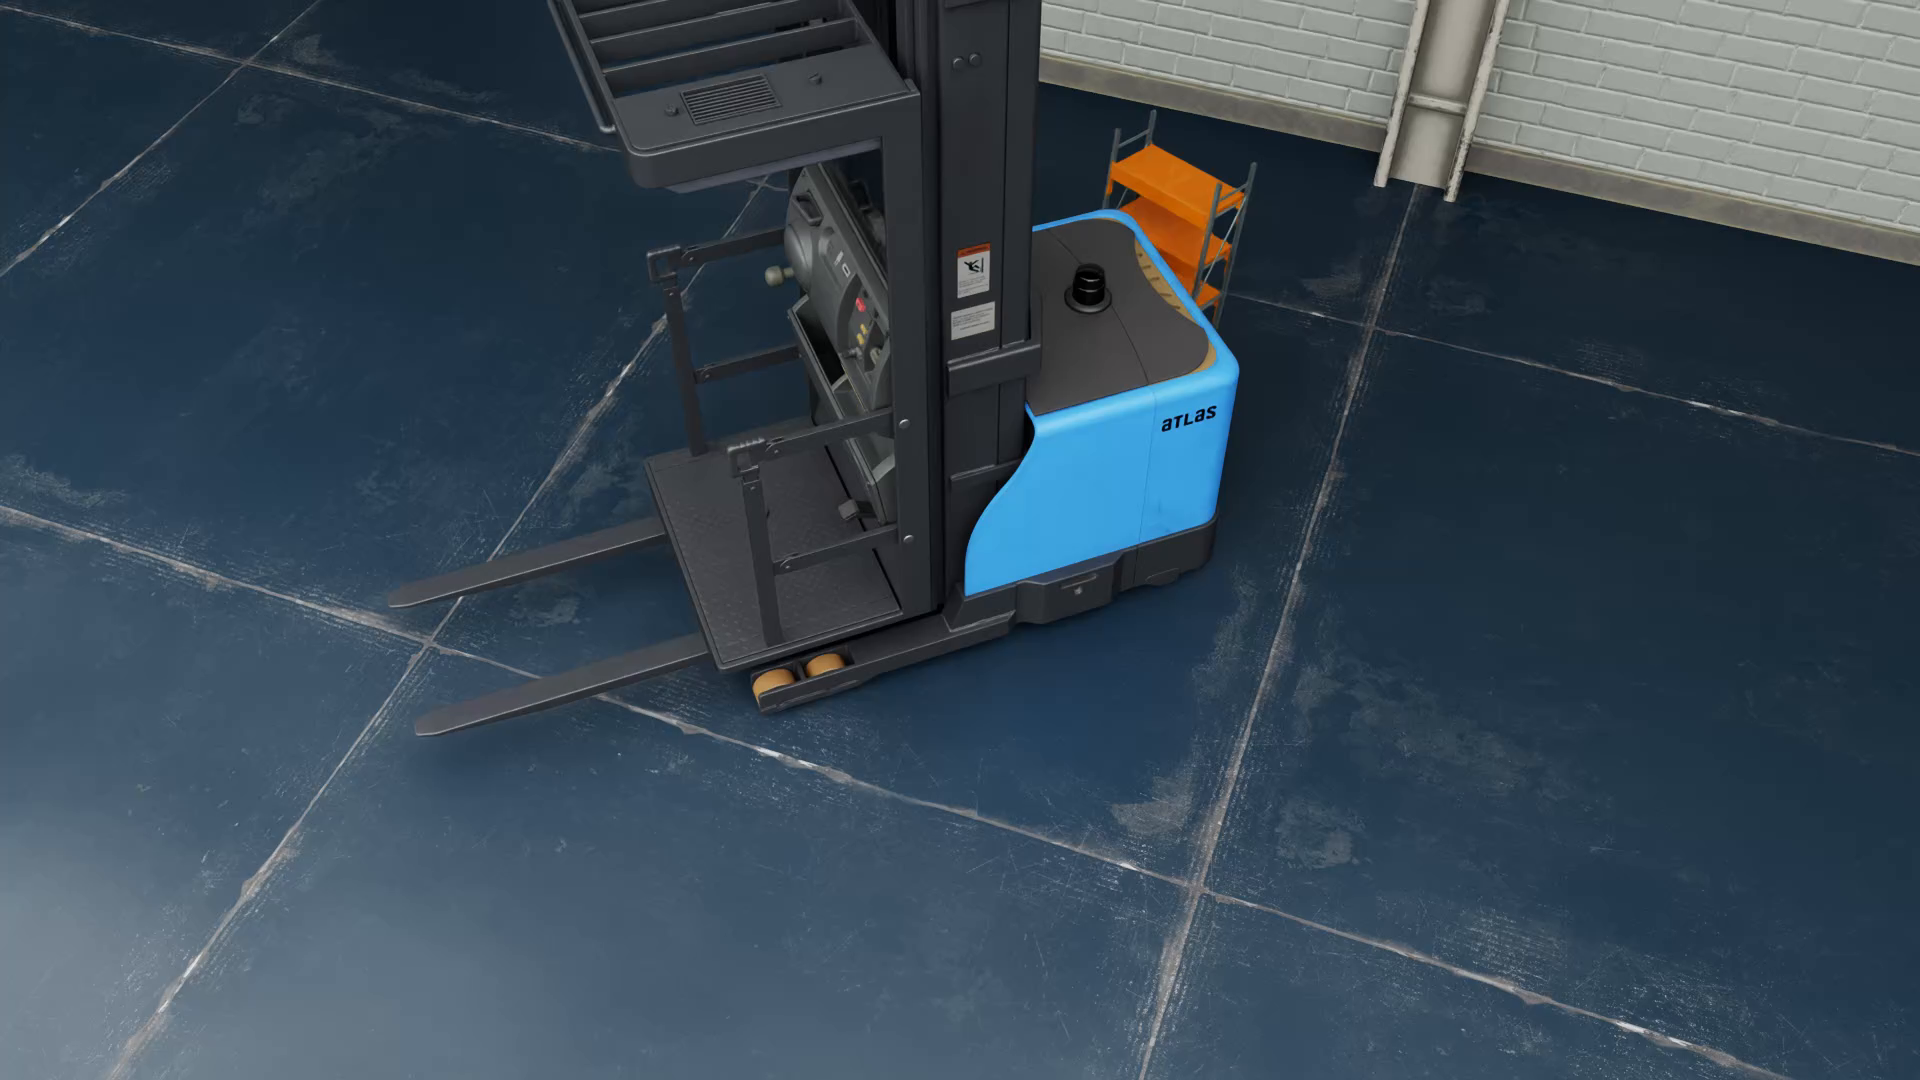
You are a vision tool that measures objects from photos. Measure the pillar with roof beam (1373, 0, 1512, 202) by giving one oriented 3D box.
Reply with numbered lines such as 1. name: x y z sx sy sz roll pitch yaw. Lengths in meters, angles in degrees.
1. pillar with roof beam: 0.765 -1.687 2.124 0.400 9.000 9.100 16 51 13

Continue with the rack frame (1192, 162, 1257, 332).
1. rack frame: 0.982 -0.937 6.618 0.015 1.200 0.240 36 51 27

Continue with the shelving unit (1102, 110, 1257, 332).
1. shelving unit: 0.806 -1.065 6.728 0.503 1.200 0.258 36 51 27

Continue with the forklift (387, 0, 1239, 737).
1. forklift: -0.586 -0.788 5.360 3.031 2.935 1.130 -16 51 -14

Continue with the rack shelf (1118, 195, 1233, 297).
1. rack shelf: 0.819 -1.177 6.620 0.480 0.148 0.258 36 51 27

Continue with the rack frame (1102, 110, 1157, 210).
1. rack frame: 0.630 -1.192 6.838 0.015 1.200 0.240 36 51 27

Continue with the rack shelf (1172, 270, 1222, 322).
1. rack shelf: 0.800 -1.016 6.774 0.480 0.148 0.258 36 51 27

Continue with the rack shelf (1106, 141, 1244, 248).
1. rack shelf: 0.840 -1.346 6.456 0.480 0.148 0.258 36 51 27
